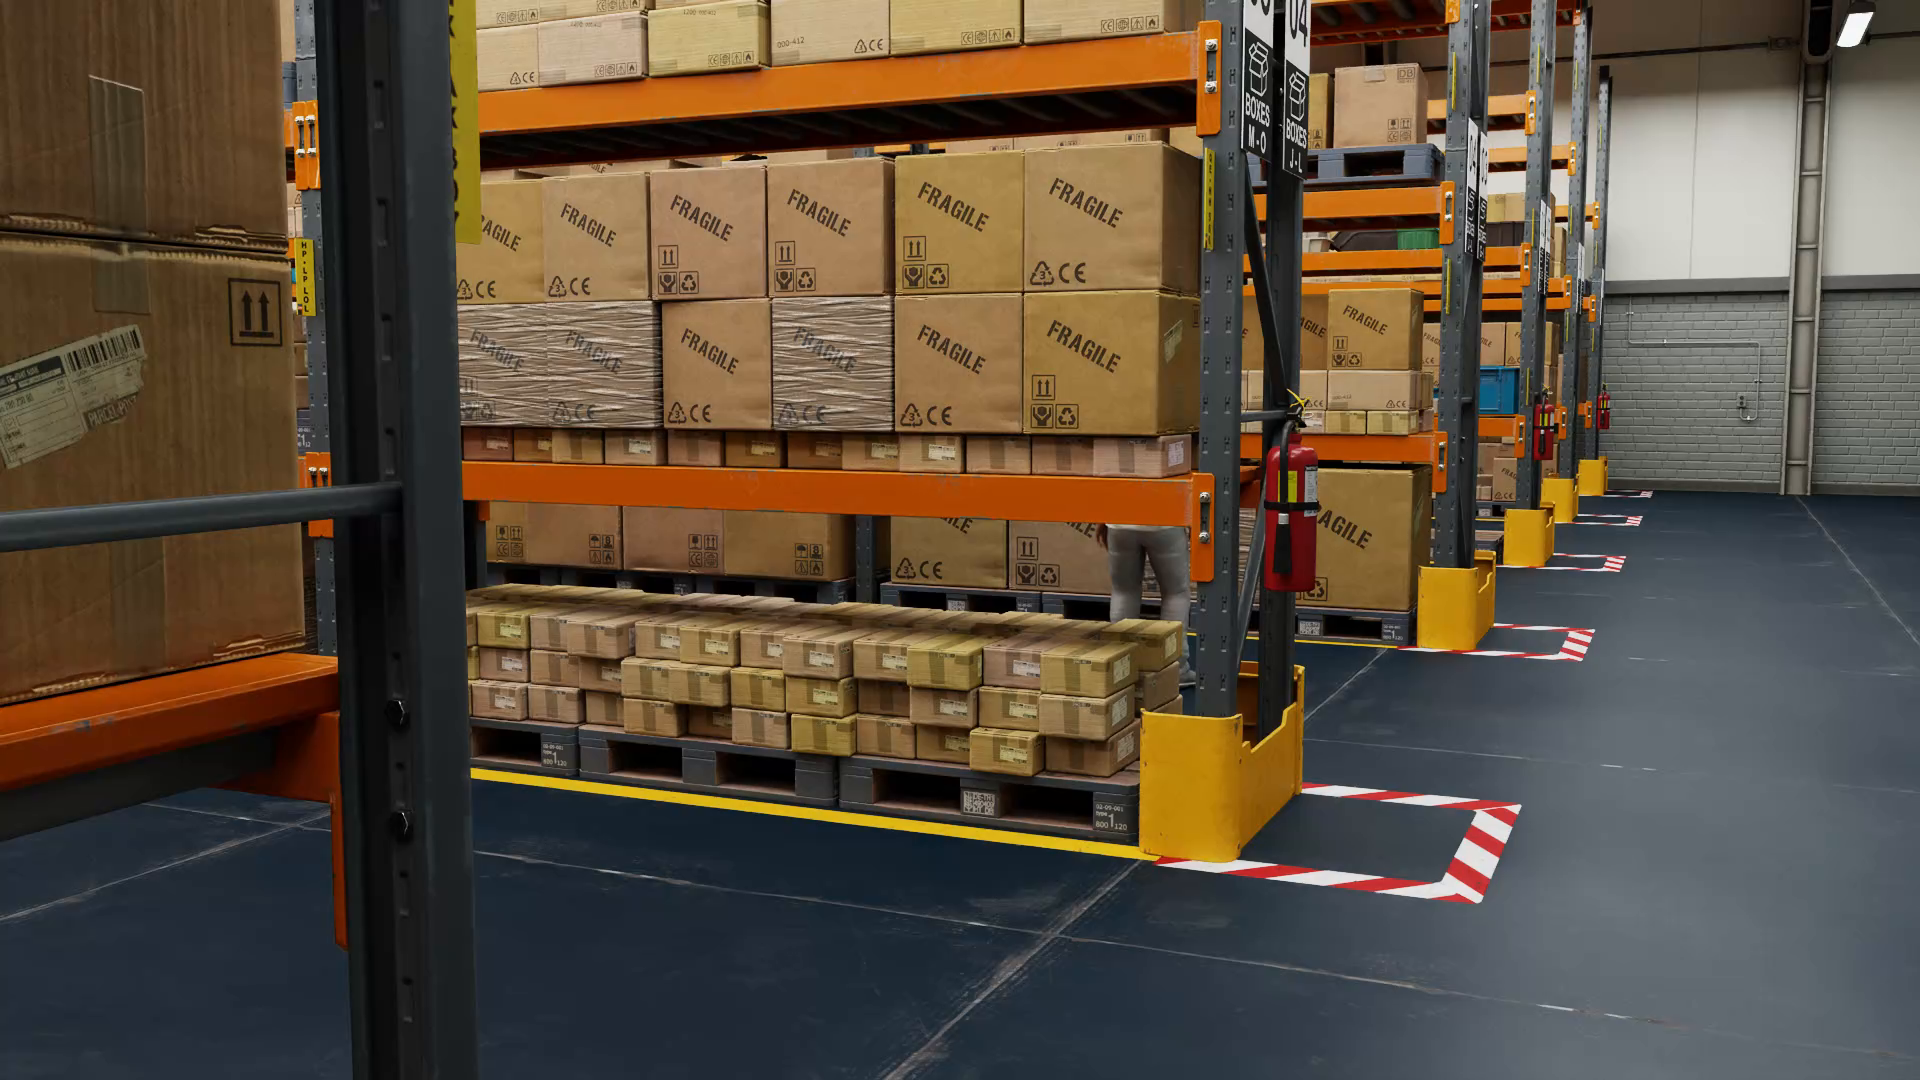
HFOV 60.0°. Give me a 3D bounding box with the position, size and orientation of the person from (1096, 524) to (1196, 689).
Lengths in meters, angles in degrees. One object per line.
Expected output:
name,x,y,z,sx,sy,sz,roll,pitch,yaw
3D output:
person,1.000,-0.088,8.898,0.597,1.748,0.432,2,6,22
